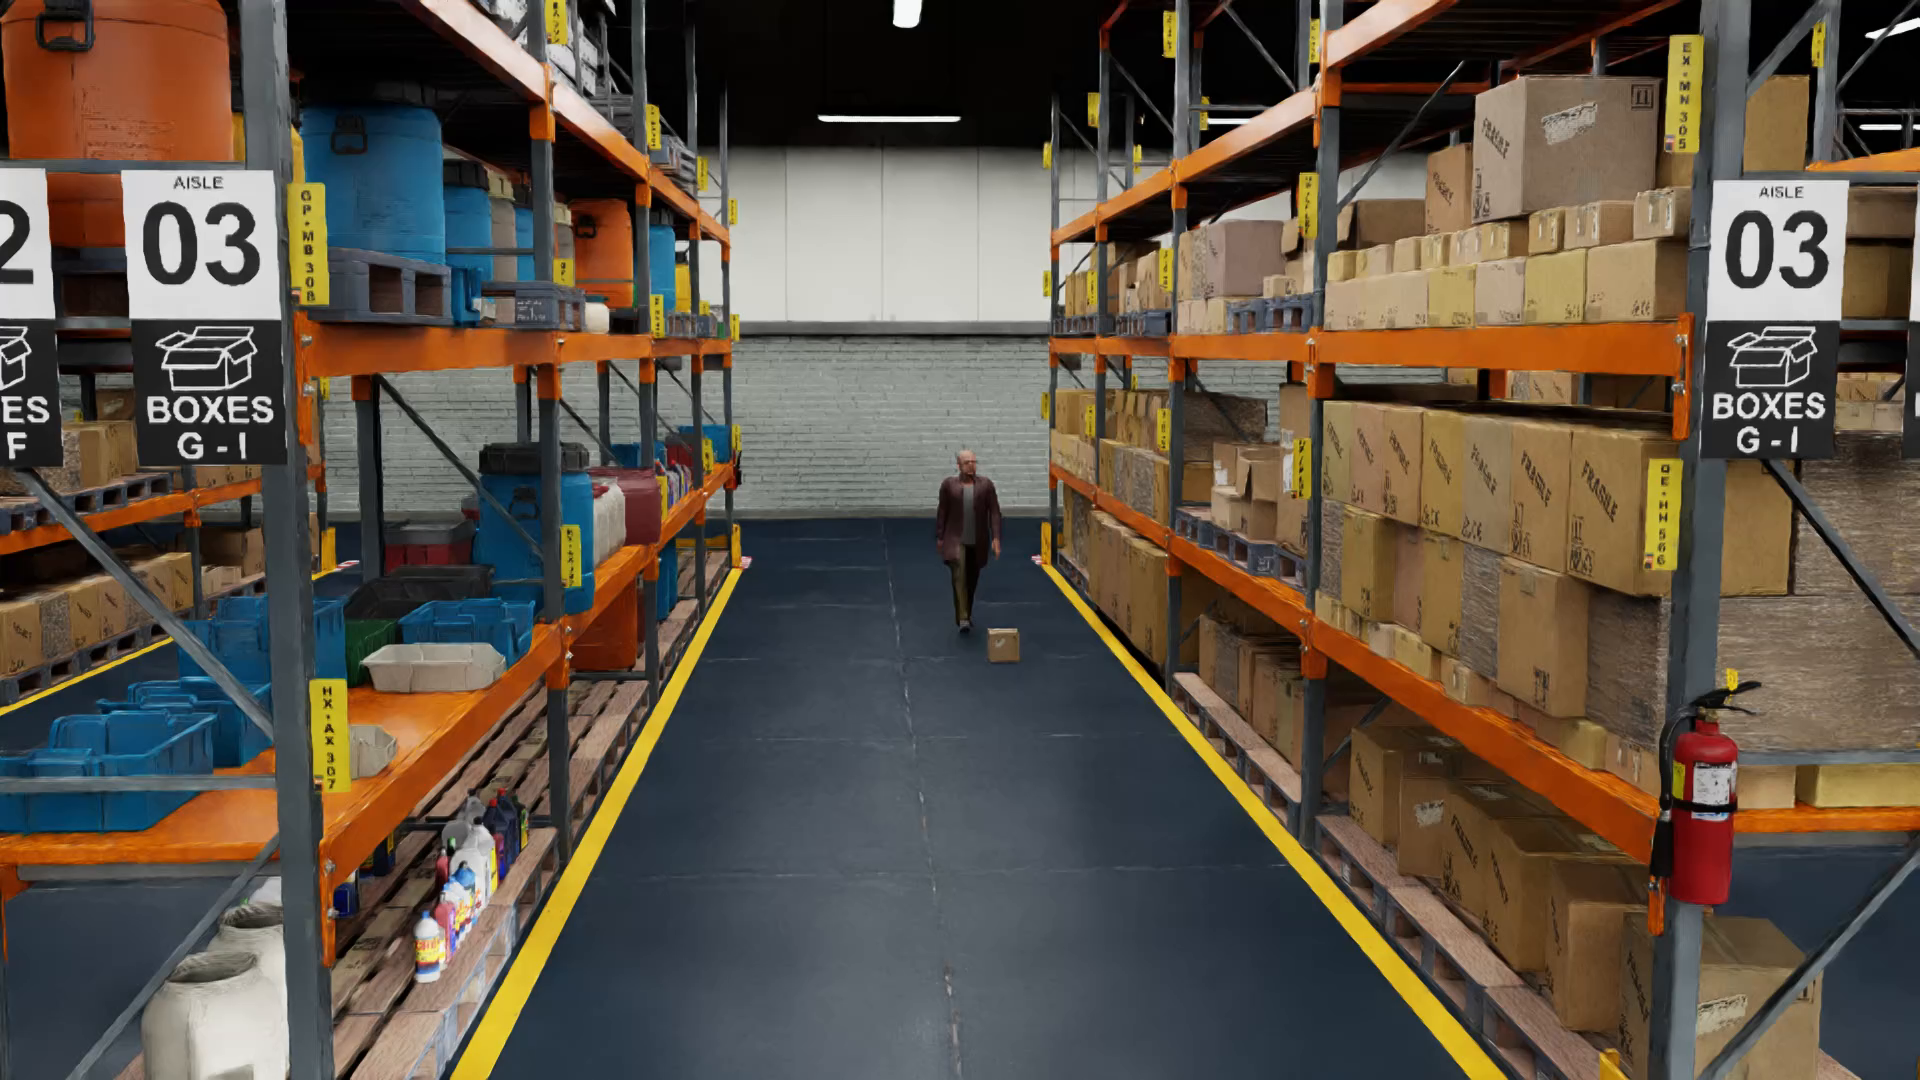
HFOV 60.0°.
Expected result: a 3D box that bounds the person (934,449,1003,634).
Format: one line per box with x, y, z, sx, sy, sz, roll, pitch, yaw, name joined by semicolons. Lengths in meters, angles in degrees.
0.097;0.000;15.809;0.607;1.723;1.046;-1;7;-11;person
